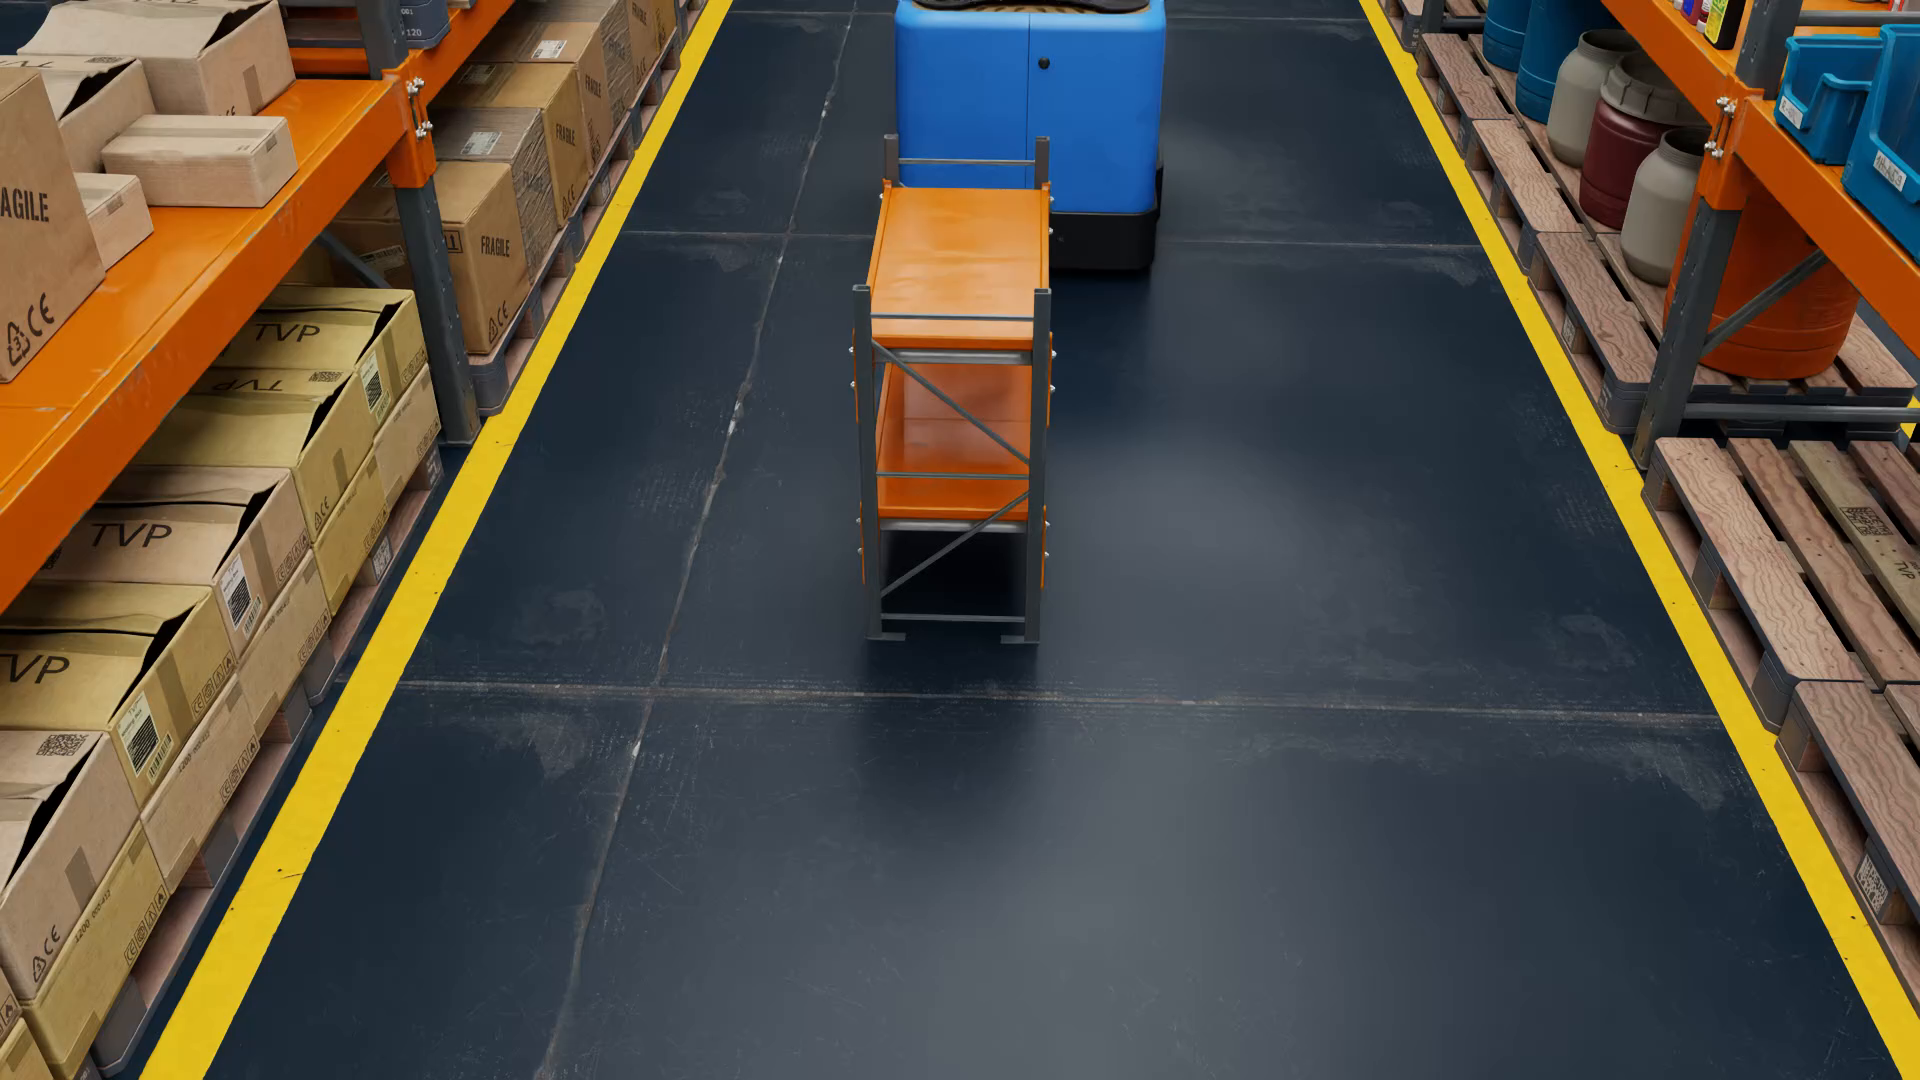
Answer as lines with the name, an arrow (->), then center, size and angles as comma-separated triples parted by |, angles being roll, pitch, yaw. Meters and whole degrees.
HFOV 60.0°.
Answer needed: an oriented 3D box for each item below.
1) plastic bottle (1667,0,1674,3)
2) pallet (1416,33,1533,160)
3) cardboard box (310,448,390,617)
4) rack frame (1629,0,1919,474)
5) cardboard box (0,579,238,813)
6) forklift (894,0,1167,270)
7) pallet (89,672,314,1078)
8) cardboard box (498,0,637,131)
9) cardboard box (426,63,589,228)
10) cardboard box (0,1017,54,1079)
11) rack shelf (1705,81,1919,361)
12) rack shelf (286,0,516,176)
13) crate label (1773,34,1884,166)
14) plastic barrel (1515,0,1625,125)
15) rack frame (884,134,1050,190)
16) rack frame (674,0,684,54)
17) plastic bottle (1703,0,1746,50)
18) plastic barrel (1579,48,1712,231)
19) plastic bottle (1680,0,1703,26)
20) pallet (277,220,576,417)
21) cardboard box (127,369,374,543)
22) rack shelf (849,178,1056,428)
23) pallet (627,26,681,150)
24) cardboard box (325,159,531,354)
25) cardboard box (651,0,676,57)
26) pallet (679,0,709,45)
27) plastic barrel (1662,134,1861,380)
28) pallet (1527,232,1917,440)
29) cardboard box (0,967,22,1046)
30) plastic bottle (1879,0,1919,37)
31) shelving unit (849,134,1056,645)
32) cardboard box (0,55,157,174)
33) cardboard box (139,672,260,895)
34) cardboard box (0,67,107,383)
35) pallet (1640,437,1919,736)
plastic bottle -> 2.406, -1.890, 5.504 | 0.097, 0.201, 0.097 | 0, 35, 0
pallet -> 2.868, -2.190, 8.182 | 1.003, 0.211, 1.213 | 1, 35, 2
cardboard box -> -1.964, -0.034, 4.716 | 0.500, 0.250, 0.500 | 1, 35, 1
rack frame -> 2.780, -1.475, 4.740 | 1.000, 3.000, 0.127 | 1, 35, 2
cardboard box -> -2.004, 0.315, 3.731 | 0.500, 0.311, 0.500 | 2, 35, 3
forklift -> 0.346, -3.105, 7.119 | 1.130, 2.935, 3.031 | 2, 35, 3
pallet -> -2.293, 0.721, 4.041 | 1.003, 0.211, 1.213 | 1, 35, 2
cardboard box -> -1.791, -2.185, 7.541 | 0.500, 0.500, 0.500 | 2, 35, 2
cardboard box -> -1.825, -1.593, 6.699 | 0.500, 0.500, 0.500 | 1, 35, 1
cardboard box -> -2.044, 1.140, 3.045 | 0.500, 0.250, 0.500 | 2, 35, 3
rack shelf -> 2.699, -0.032, 3.312 | 1.077, 0.370, 4.000 | 1, 35, 2
rack shelf -> -2.089, -2.446, 6.748 | 1.077, 0.370, 4.000 | 1, 35, 2
crate label -> 2.388, -1.173, 4.456 | 0.303, 0.233, 0.416 | 1, 35, 2
plastic barrel -> 2.873, -2.367, 7.470 | 0.600, 0.901, 0.708 | 1, 35, 2
rack frame -> 0.021, -0.756, 5.348 | 0.500, 1.125, 0.032 | 1, 35, 2
rack frame -> -2.009, -3.890, 8.176 | 1.000, 3.000, 0.127 | 1, 35, 2
plastic bottle -> 2.370, -1.669, 5.118 | 0.061, 0.283, 0.133 | 1, 35, 2
plastic barrel -> 2.828, -1.590, 6.636 | 0.600, 0.588, 0.708 | 1, 35, 2
plastic bottle -> 2.379, -1.802, 5.307 | 0.061, 0.283, 0.133 | 1, 35, 2
pallet -> -2.102, -0.879, 6.317 | 1.003, 0.211, 1.213 | 1, 35, 2
cardboard box -> -1.959, -0.262, 4.553 | 0.500, 0.311, 0.500 | 1, 35, 1
rack shelf -> 0.000, -0.704, 4.764 | 0.538, 0.278, 1.000 | 1, 35, 2
pallet -> -2.004, -2.280, 8.311 | 1.003, 0.211, 1.213 | 1, 35, 2
cardboard box -> -1.866, -1.004, 5.861 | 0.500, 0.500, 0.500 | 3, 35, 4
cardboard box -> -1.742, -2.757, 8.355 | 0.500, 0.500, 0.500 | 1, 35, 2
pallet -> -1.980, -3.143, 9.539 | 1.003, 0.211, 1.213 | 1, 35, 2
plastic barrel -> 2.782, -1.040, 5.644 | 0.600, 0.830, 0.708 | 1, 35, 2
pallet -> 2.770, -0.788, 6.188 | 1.003, 0.211, 1.213 | 1, 35, 2
cardboard box -> -2.039, 0.911, 2.883 | 0.500, 0.311, 0.500 | 1, 35, 1
plastic bottle -> 2.968, -1.669, 5.124 | 0.152, 0.276, 0.135 | 1, 35, 2
shelving unit -> 0.000, -0.464, 4.932 | 0.538, 1.125, 1.048 | 1, 35, 2
cardboard box -> -2.399, -1.046, 4.207 | 0.500, 0.311, 0.500 | 1, 35, 1
cardboard box -> -2.005, 0.550, 3.884 | 0.500, 0.250, 0.500 | 2, 35, 3
cardboard box -> -2.220, -0.668, 3.505 | 0.500, 0.500, 0.500 | 0, 35, -1
pallet -> 2.710, 0.110, 4.910 | 1.003, 0.211, 1.213 | 1, 35, 2
